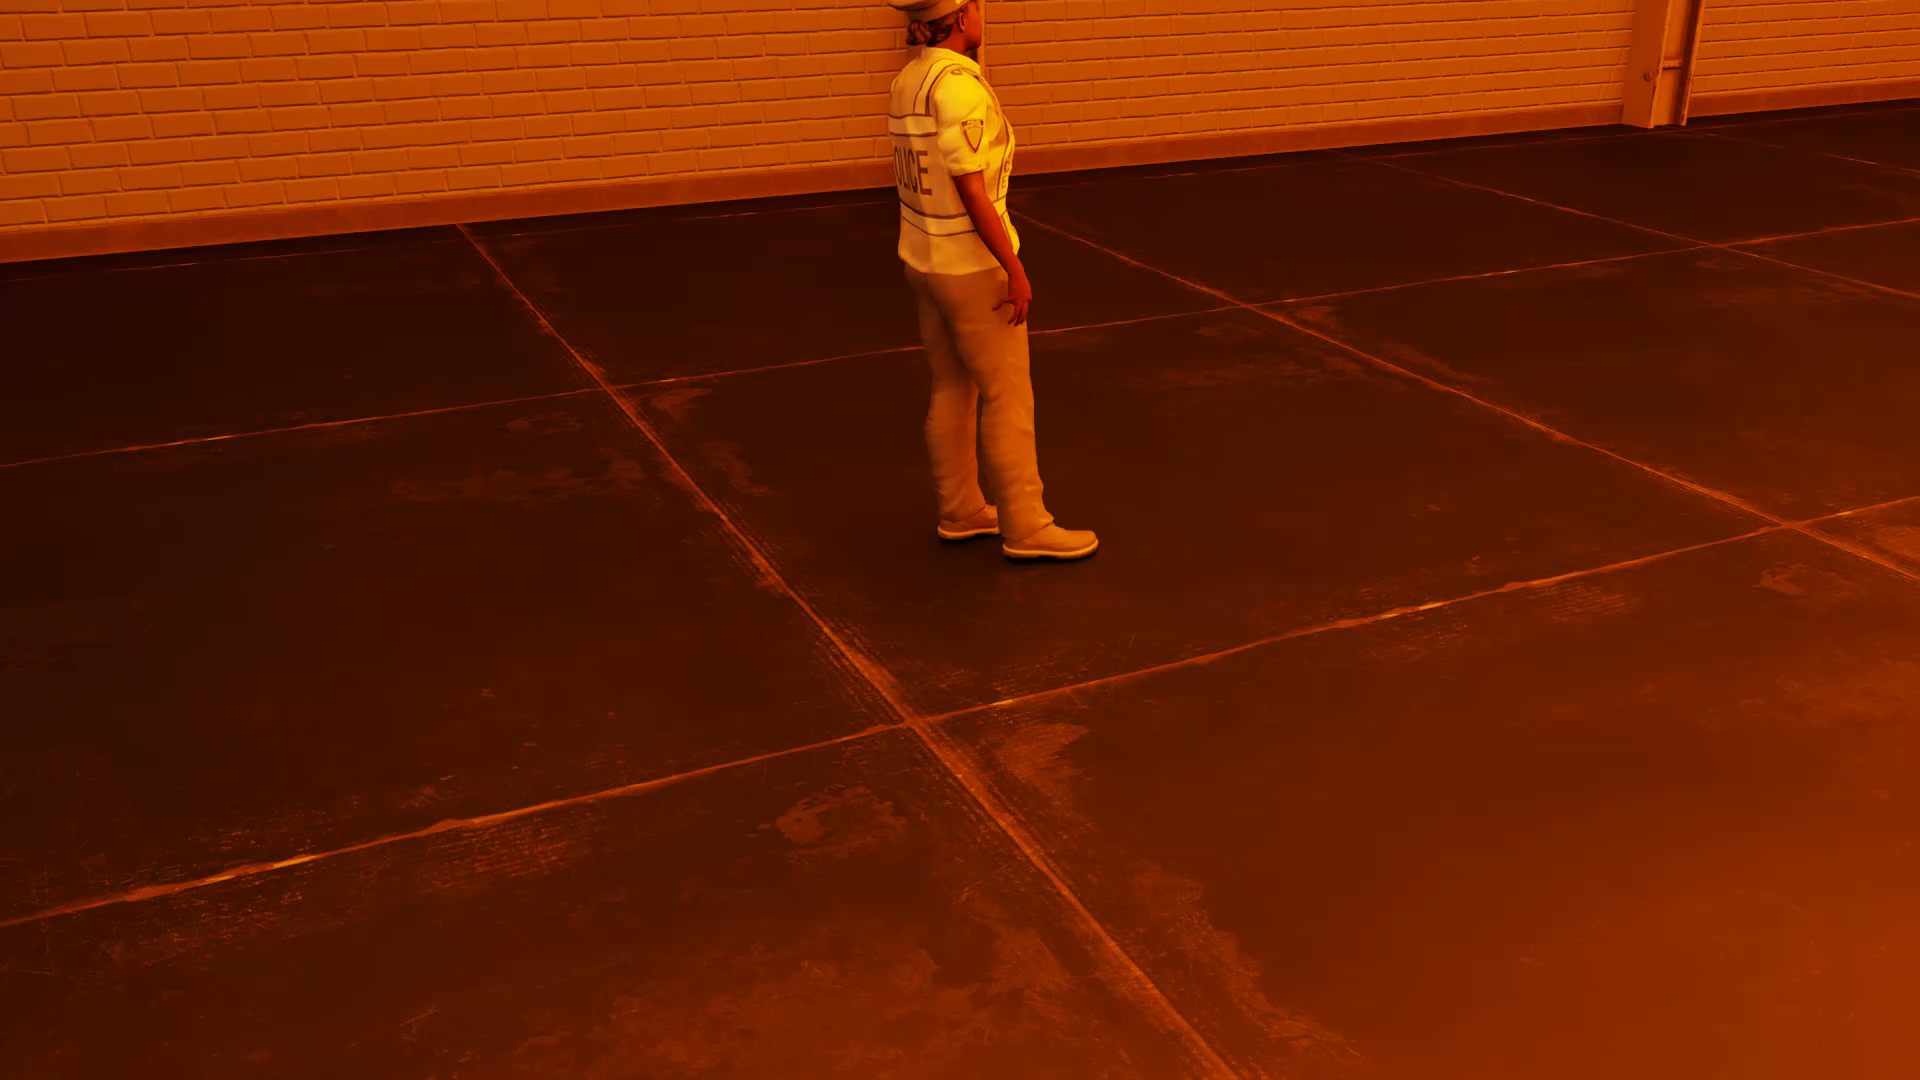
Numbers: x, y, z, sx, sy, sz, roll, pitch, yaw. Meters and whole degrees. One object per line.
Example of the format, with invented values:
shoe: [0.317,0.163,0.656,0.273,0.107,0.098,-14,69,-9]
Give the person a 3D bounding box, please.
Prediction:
person: [0.077,-0.794,4.792,0.528,1.693,0.569,-10,25,-23]
